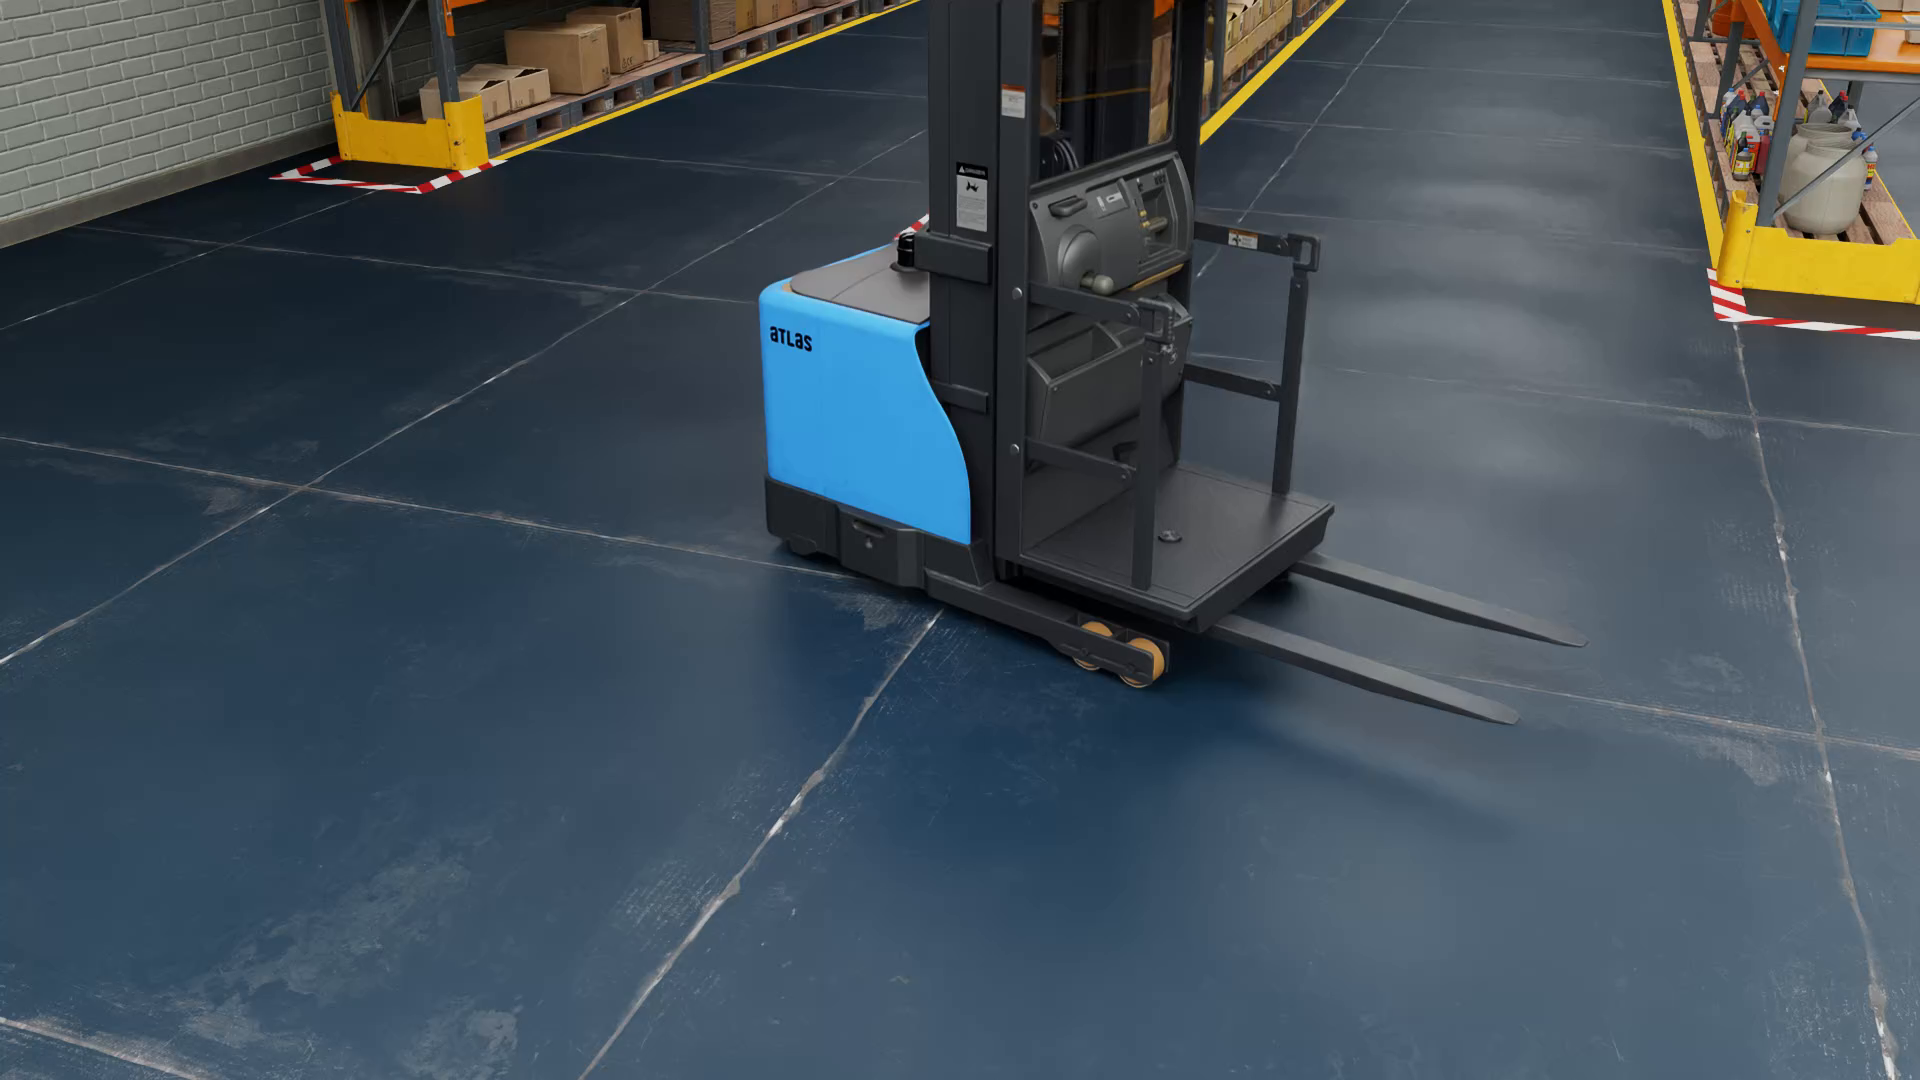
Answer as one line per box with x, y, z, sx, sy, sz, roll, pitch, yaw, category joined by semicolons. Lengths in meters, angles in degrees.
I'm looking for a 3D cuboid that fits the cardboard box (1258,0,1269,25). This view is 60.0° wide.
2.668;-5.135;15.944;0.500;0.311;0.500;10;27;19;cardboard box

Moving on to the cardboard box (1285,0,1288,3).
3.174;-5.762;17.239;0.500;0.311;0.500;9;27;19;cardboard box

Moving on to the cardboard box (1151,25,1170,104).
1.344;-3.615;12.587;0.500;0.500;0.500;9;27;17;cardboard box

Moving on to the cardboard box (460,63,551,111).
-3.714;-3.732;13.597;0.500;0.311;0.500;11;28;22;cardboard box

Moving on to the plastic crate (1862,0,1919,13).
6.154;-3.623;11.094;0.530;0.136;0.437;9;27;17;plastic crate

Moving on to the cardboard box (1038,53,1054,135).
0.352;-3.074;11.471;0.500;0.500;0.500;9;27;17;cardboard box

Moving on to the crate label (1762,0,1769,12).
5.481;-3.614;10.731;0.502;0.435;0.616;9;27;17;crate label

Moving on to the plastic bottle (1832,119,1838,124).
6.183;-2.852;11.811;0.061;0.283;0.133;9;27;17;plastic bottle

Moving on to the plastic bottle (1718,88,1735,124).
5.936;-3.349;12.850;0.097;0.271;0.097;0;26;0;plastic bottle

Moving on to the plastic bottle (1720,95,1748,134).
5.854;-3.214;12.566;0.152;0.276;0.135;10;27;19;plastic bottle

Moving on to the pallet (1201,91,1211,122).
1.481;-3.590;13.922;1.003;0.211;1.213;9;27;17;pallet

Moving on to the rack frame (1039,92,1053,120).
0.454;-3.522;10.582;1.000;3.000;0.127;9;27;17;rack frame

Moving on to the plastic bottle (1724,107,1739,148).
5.638;-3.010;12.138;0.061;0.283;0.133;10;28;20;plastic bottle

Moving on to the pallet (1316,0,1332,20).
3.808;-6.355;19.634;1.003;0.211;1.213;9;27;17;pallet

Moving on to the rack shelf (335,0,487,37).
-3.553;-4.737;13.917;1.077;0.370;4.000;9;27;17;rack shelf

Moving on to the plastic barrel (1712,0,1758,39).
7.933;-5.505;16.687;0.600;0.830;0.708;9;27;17;plastic barrel

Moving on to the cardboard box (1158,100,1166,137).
1.343;-3.278;12.751;0.500;0.250;0.500;9;27;17;cardboard box

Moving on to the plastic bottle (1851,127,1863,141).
6.236;-2.737;11.587;0.097;0.271;0.097;0;26;0;plastic bottle

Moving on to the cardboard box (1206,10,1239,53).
2.158;-4.503;14.639;0.500;0.311;0.500;9;27;18;cardboard box

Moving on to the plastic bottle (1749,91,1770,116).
5.931;-3.159;12.368;0.144;0.351;0.185;9;27;17;plastic bottle

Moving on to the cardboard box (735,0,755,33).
-2.534;-5.480;16.990;0.700;0.500;0.500;8;27;16;cardboard box

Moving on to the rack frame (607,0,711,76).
-2.887;-5.883;15.458;1.000;3.000;0.127;9;27;17;rack frame

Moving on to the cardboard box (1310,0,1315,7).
3.706;-6.244;18.568;0.500;0.500;0.500;8;27;16;cardboard box

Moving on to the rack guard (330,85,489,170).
-4.193;-3.145;12.672;1.175;0.500;0.348;9;27;17;rack guard

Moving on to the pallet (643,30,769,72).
-2.630;-4.948;16.727;1.003;0.211;1.213;9;27;17;pallet

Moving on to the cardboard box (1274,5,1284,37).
3.003;-5.297;16.922;0.500;0.250;0.500;8;27;17;cardboard box

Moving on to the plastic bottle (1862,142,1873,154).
6.114;-2.568;11.224;0.061;0.283;0.133;9;27;18;plastic bottle

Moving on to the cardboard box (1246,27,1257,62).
2.494;-4.670;15.627;0.500;0.250;0.500;8;27;16;cardboard box

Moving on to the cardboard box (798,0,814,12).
-2.028;-6.101;18.272;0.700;0.500;0.500;9;27;17;cardboard box

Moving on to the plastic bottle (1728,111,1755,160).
5.529;-2.851;11.732;0.144;0.351;0.185;10;28;20;plastic bottle

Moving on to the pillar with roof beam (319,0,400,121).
-0.742;-6.728;10.319;9.100;9.000;0.400;9;27;17;pillar with roof beam

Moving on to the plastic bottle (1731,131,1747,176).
5.343;-2.647;11.386;0.061;0.283;0.133;9;27;19;plastic bottle

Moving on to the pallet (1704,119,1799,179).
6.192;-2.921;12.541;1.003;0.211;1.213;9;27;17;pallet

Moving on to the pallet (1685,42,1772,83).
7.492;-4.522;15.847;1.003;0.211;1.213;9;27;17;pallet

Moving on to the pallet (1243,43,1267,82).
2.398;-4.722;16.261;1.003;0.211;1.213;9;27;17;pallet

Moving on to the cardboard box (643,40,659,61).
-3.037;-4.581;15.516;0.380;0.166;0.250;5;26;11;cardboard box

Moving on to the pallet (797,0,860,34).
-1.818;-5.950;18.798;1.003;0.211;1.213;9;27;17;pallet

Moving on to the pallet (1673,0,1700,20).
8.821;-6.167;19.246;1.003;0.211;1.213;9;27;17;pallet

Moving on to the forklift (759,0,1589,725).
0.700;-1.075;5.606;3.031;2.935;1.130;19;31;33;forklift

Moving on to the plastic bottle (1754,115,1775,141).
5.739;-2.883;11.883;0.152;0.276;0.135;9;27;17;plastic bottle

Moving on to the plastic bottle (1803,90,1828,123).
6.377;-3.166;12.382;0.144;0.351;0.185;9;27;17;plastic bottle

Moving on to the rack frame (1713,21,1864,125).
6.455;-4.446;12.490;1.000;3.000;0.127;9;27;17;rack frame
